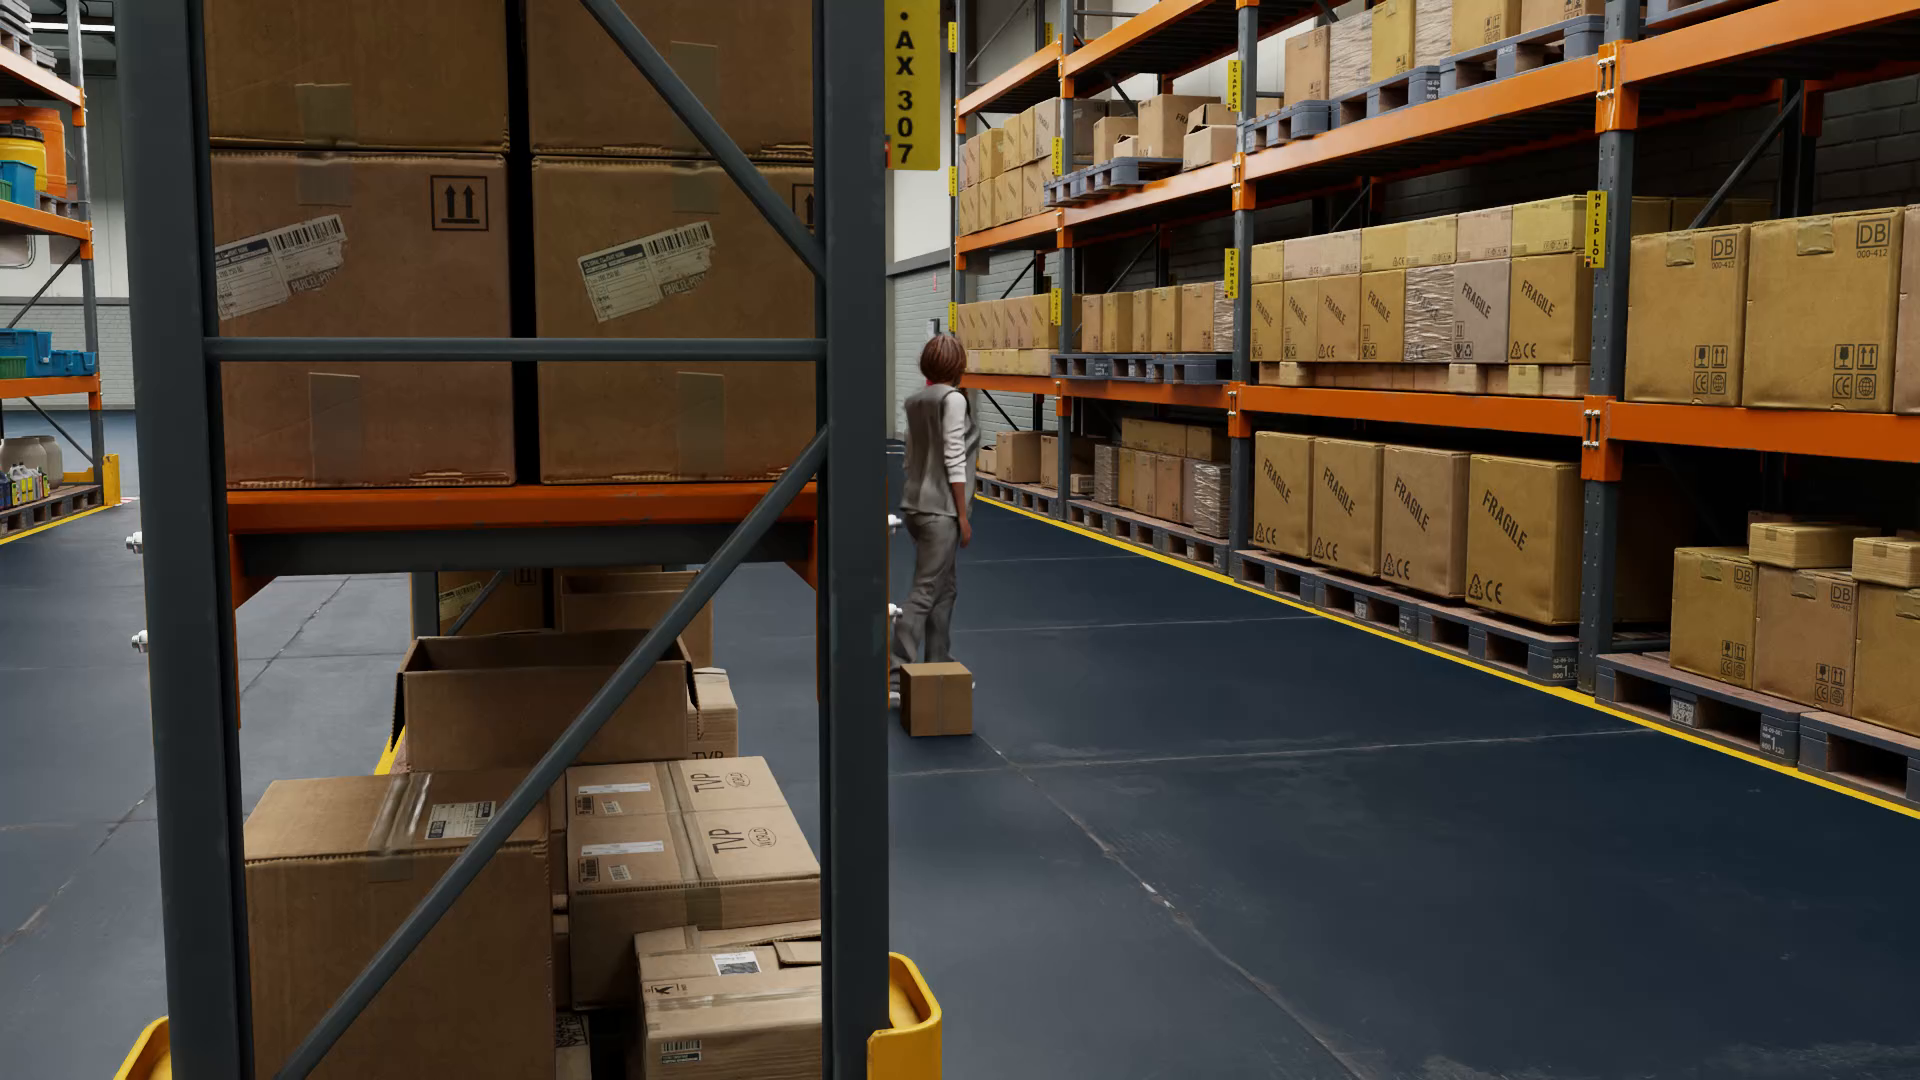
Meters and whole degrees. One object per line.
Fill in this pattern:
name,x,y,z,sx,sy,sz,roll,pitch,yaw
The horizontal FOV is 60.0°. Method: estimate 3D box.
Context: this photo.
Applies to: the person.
person,-0.114,-0.089,7.239,0.503,1.584,0.445,-3,7,-26
